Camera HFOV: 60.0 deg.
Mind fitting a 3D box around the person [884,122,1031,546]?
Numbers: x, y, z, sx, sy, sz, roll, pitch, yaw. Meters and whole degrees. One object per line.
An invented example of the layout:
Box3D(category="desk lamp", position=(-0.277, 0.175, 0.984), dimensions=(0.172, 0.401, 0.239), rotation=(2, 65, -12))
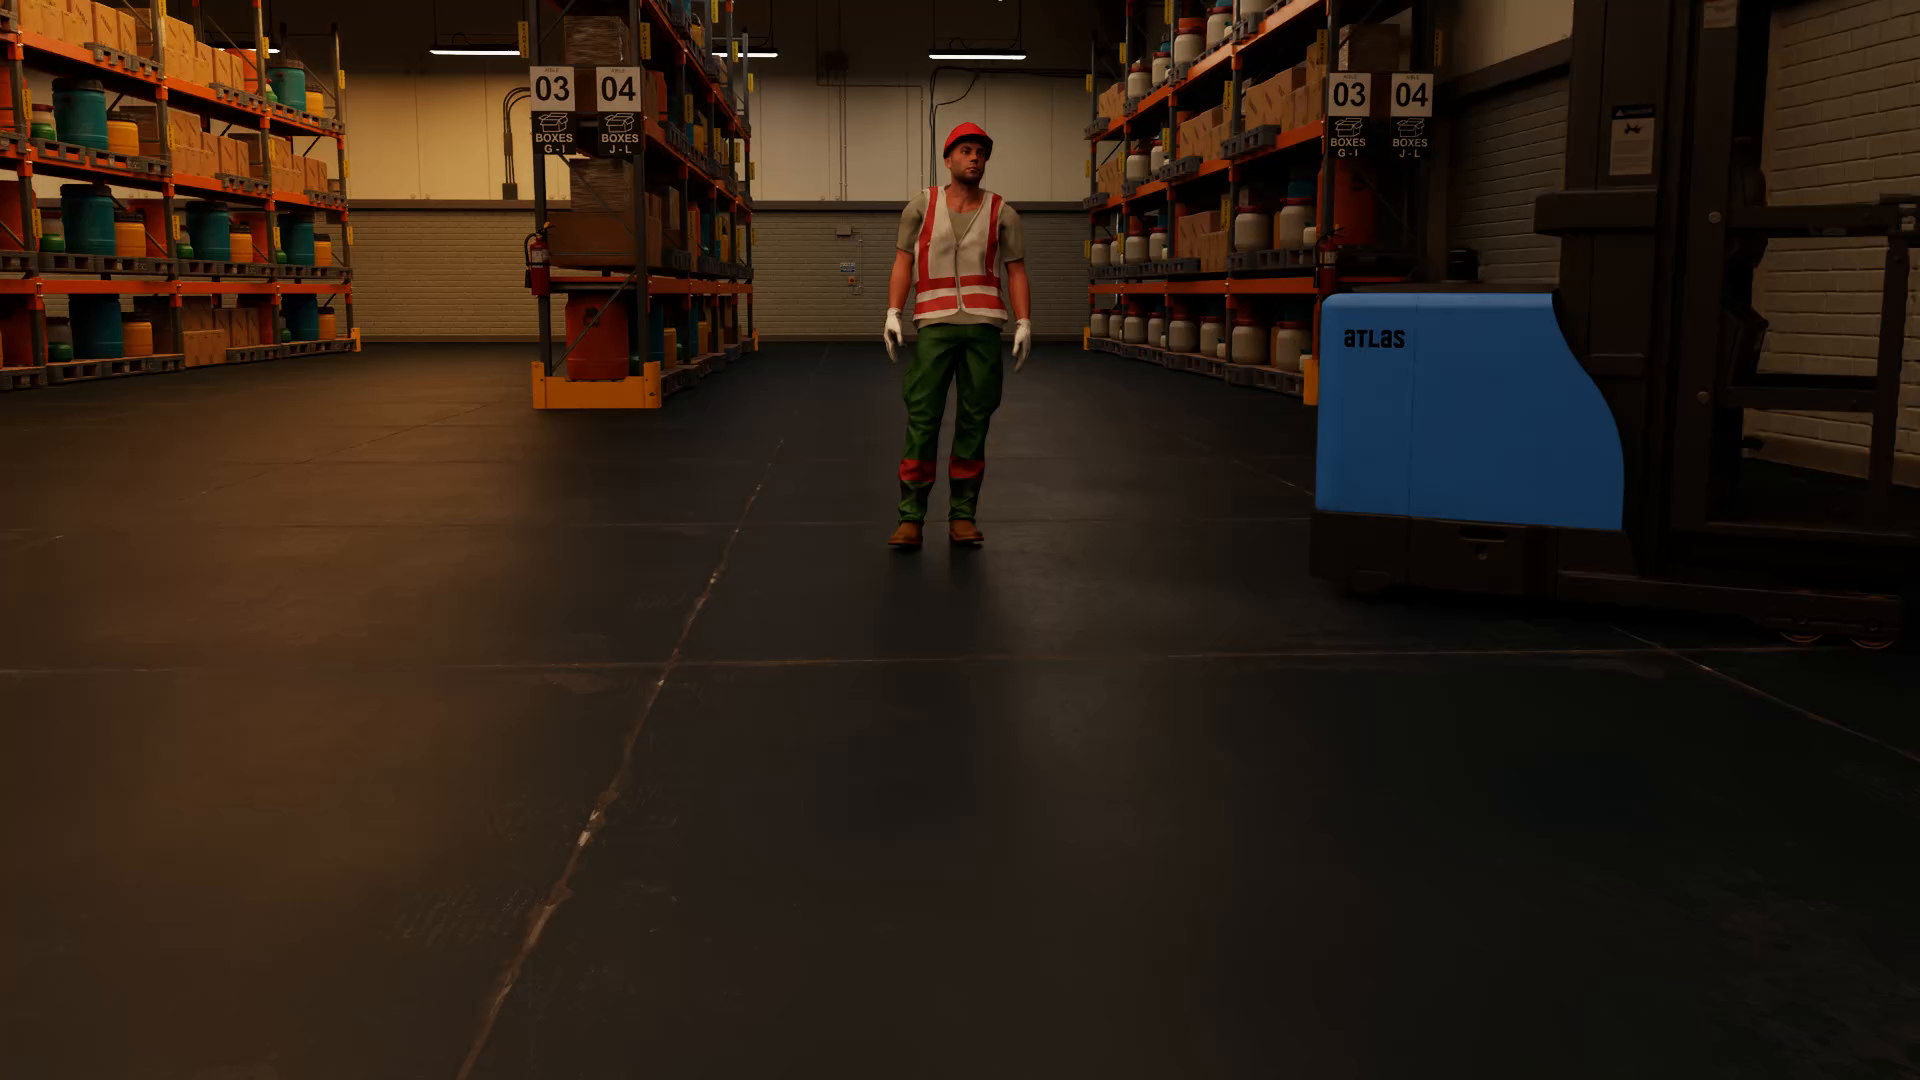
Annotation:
Box3D(category="person", position=(-0.006, -0.880, 7.097), dimensions=(0.638, 1.789, 0.562), rotation=(-1, 8, -4))

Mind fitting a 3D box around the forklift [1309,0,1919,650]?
Box3D(category="forklift", position=(2.792, -1.204, 5.440), dimensions=(3.031, 2.935, 1.130), rotation=(5, 10, 29))
